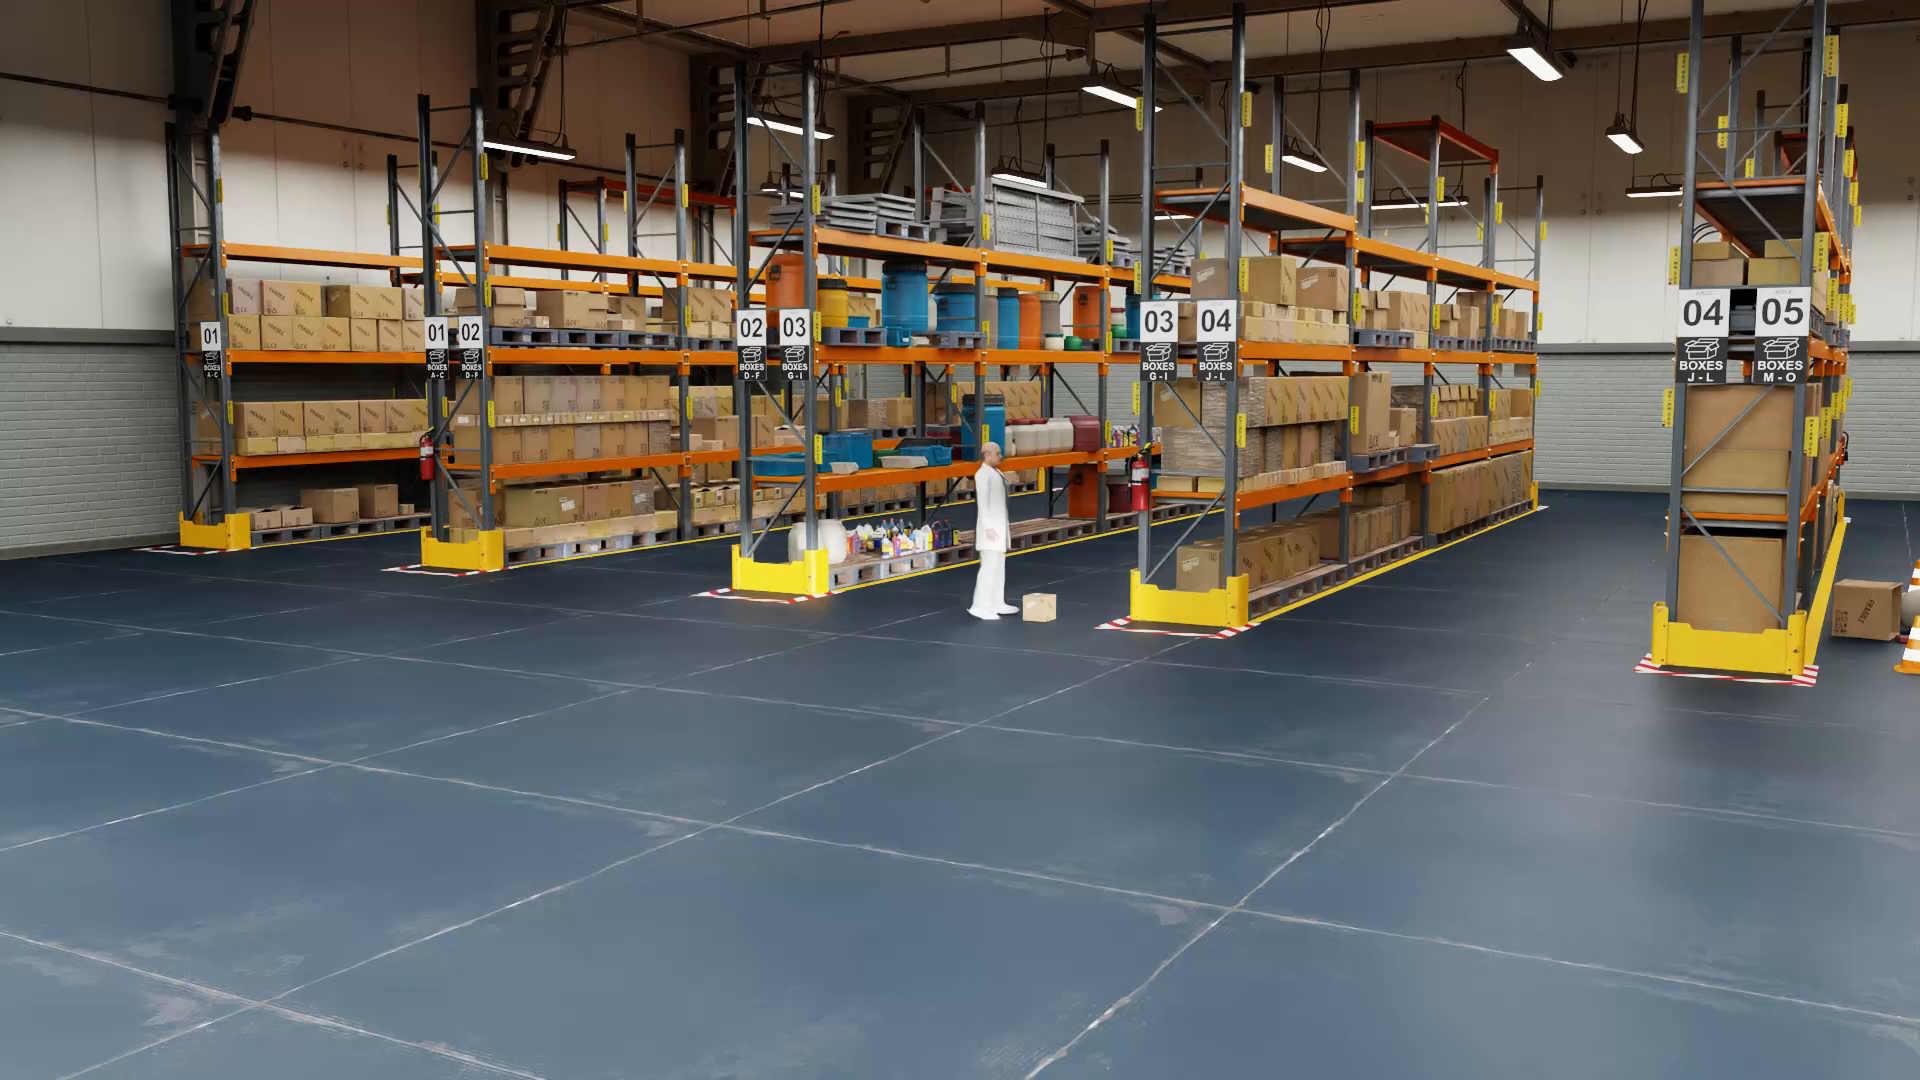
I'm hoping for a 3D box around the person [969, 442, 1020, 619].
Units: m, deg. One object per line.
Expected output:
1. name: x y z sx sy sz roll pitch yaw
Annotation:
1. person: 0.377 -0.086 17.068 0.447 1.839 0.627 2 6 16
